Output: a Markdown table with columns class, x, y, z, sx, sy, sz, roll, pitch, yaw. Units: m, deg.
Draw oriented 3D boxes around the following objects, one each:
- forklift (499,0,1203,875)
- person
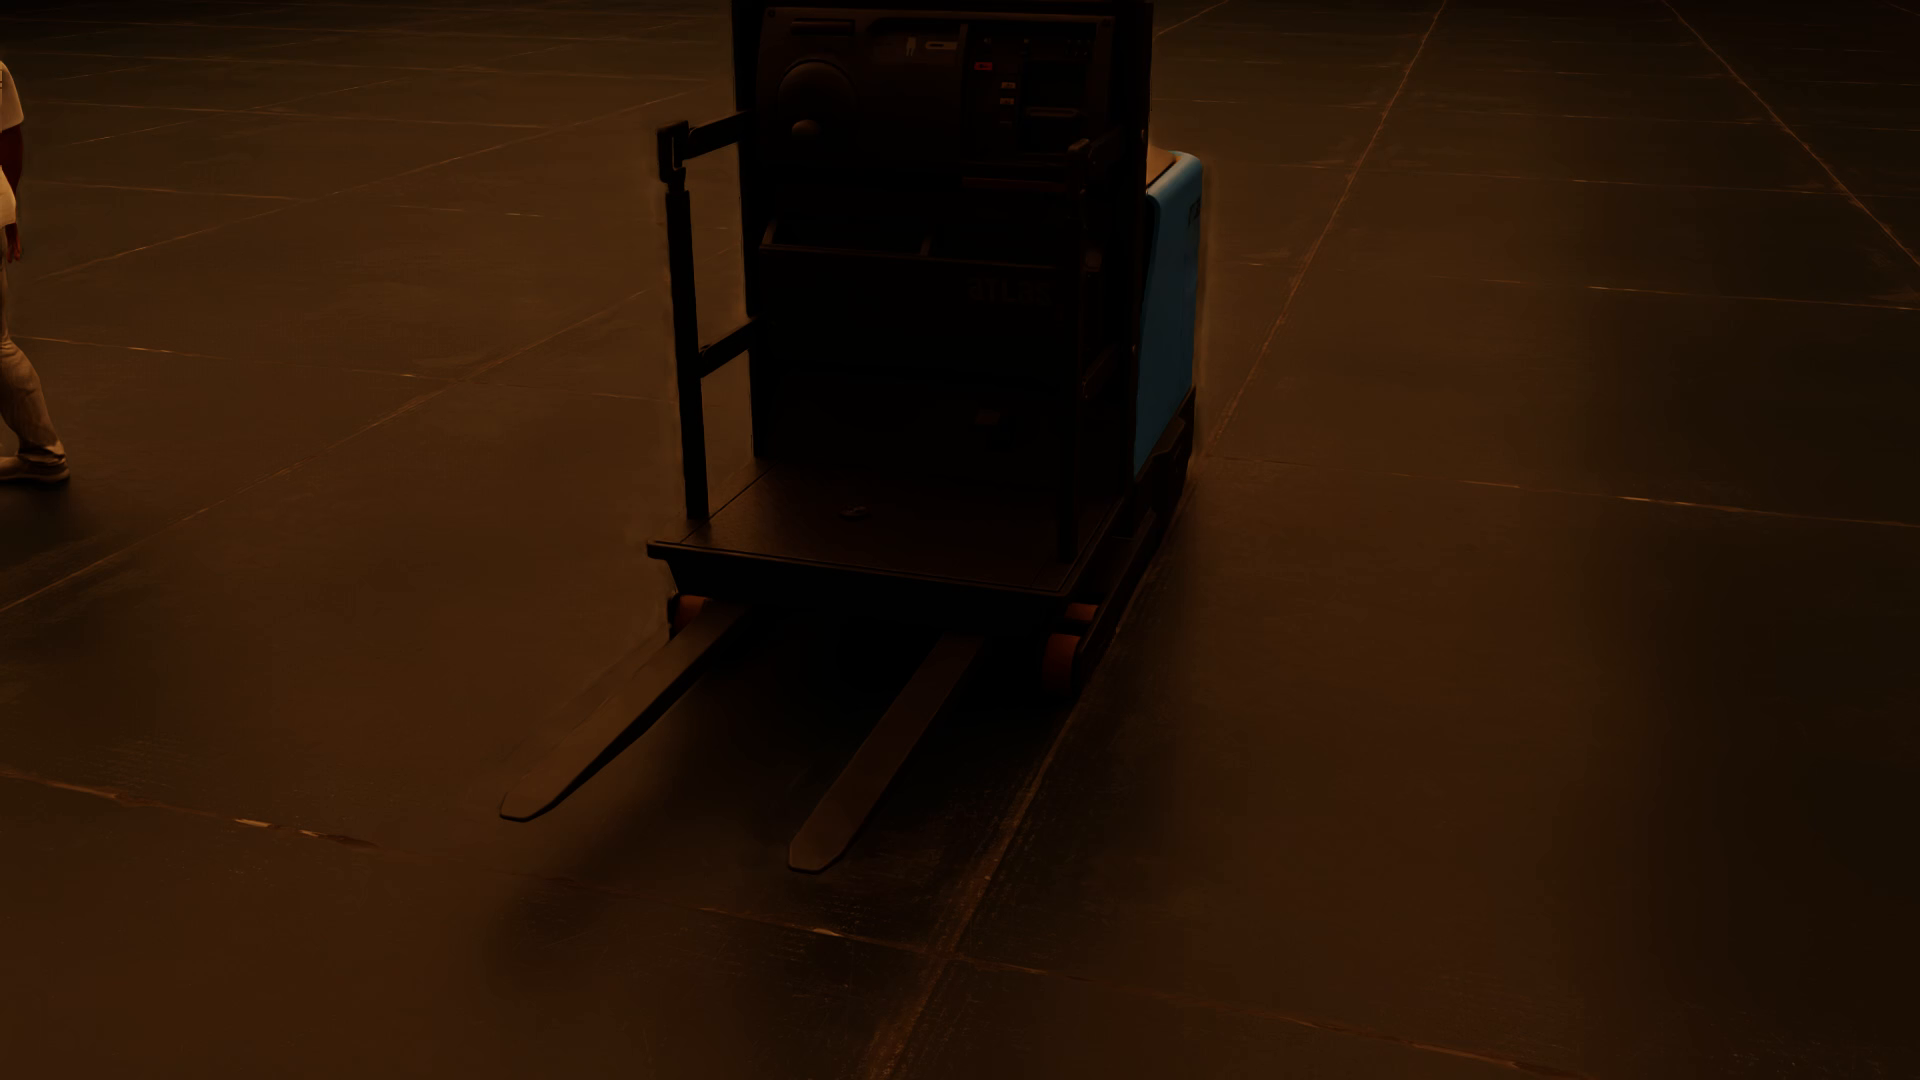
| class | x | y | z | sx | sy | sz | roll | pitch | yaw |
| --- | --- | --- | --- | --- | --- | --- | --- | --- | --- |
| forklift | -0.133 | -1.127 | 4.008 | 1.130 | 2.935 | 3.031 | 7 | 23 | 16 |
| person | -3.248 | -0.972 | 5.245 | 0.496 | 1.786 | 0.677 | 4 | 23 | 9 |
